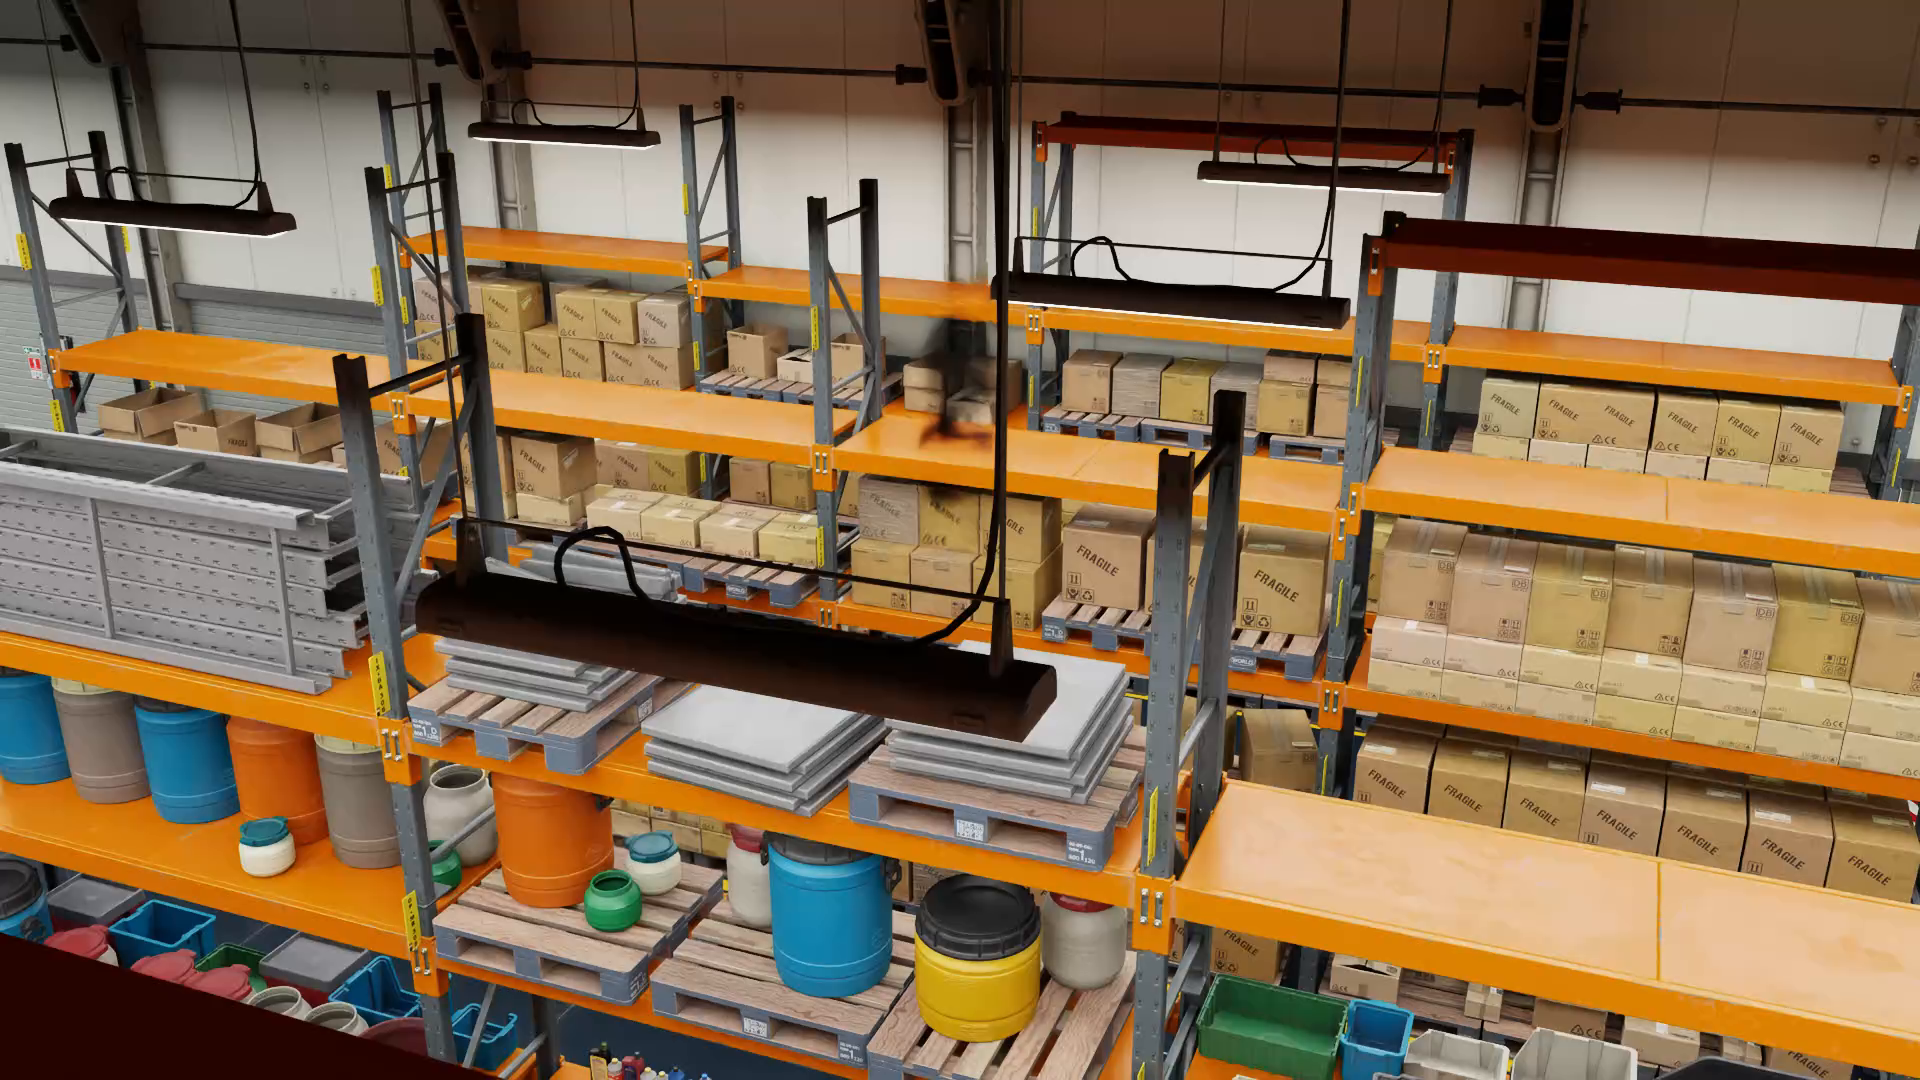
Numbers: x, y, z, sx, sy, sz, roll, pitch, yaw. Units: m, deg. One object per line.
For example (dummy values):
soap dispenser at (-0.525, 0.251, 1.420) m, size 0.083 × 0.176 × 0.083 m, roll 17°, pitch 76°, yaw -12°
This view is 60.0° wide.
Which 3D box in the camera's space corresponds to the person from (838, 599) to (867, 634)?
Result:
person at (-1.262, 1.355, 16.331) m, size 0.850 × 1.838 × 0.624 m, roll 10°, pitch 23°, yaw 25°
